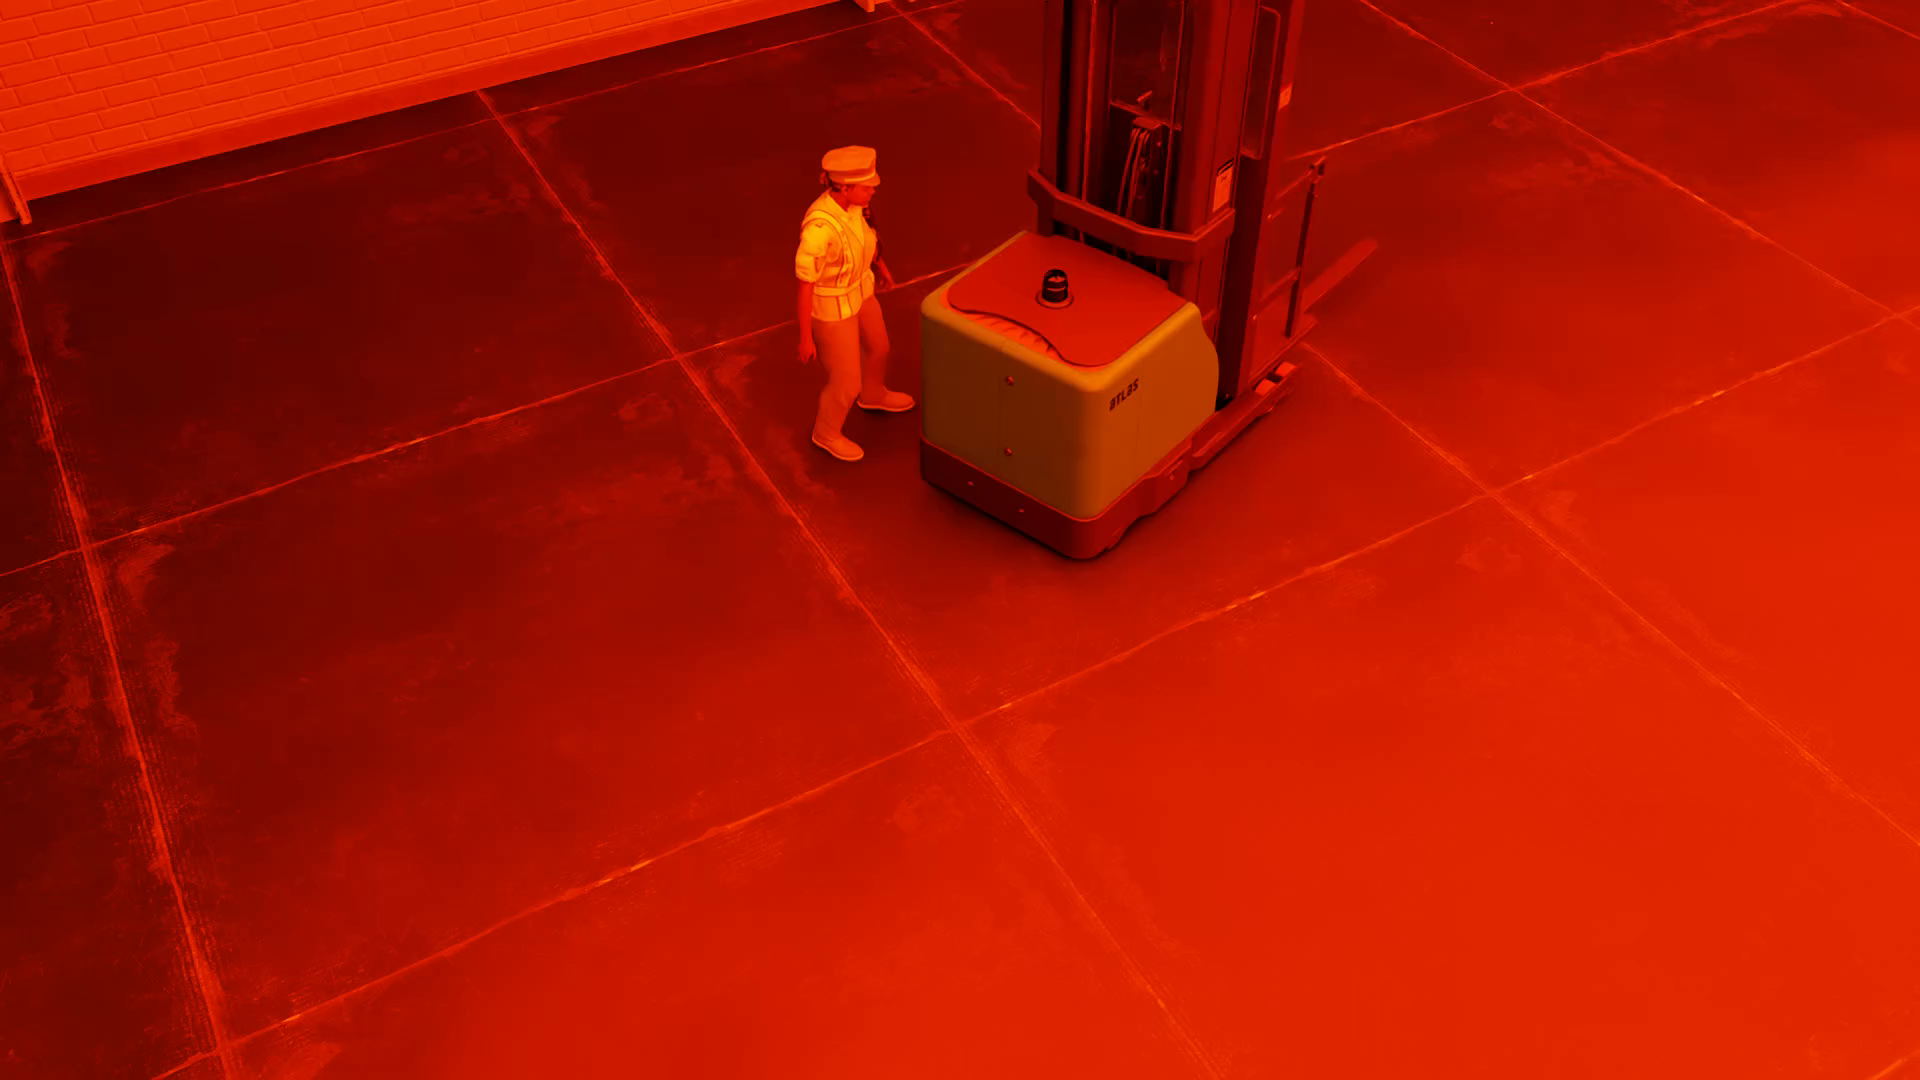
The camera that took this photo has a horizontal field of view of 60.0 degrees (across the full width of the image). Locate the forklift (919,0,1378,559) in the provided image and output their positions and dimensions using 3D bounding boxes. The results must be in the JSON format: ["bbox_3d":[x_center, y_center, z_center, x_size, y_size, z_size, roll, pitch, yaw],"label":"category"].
[{"bbox_3d":[1.127,-1.926,7.774,1.130,2.935,3.031,29,50,28],"label":"forklift"}]

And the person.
[{"bbox_3d":[-0.531,-1.126,7.871,0.379,1.635,0.741,16,45,17],"label":"person"}]
